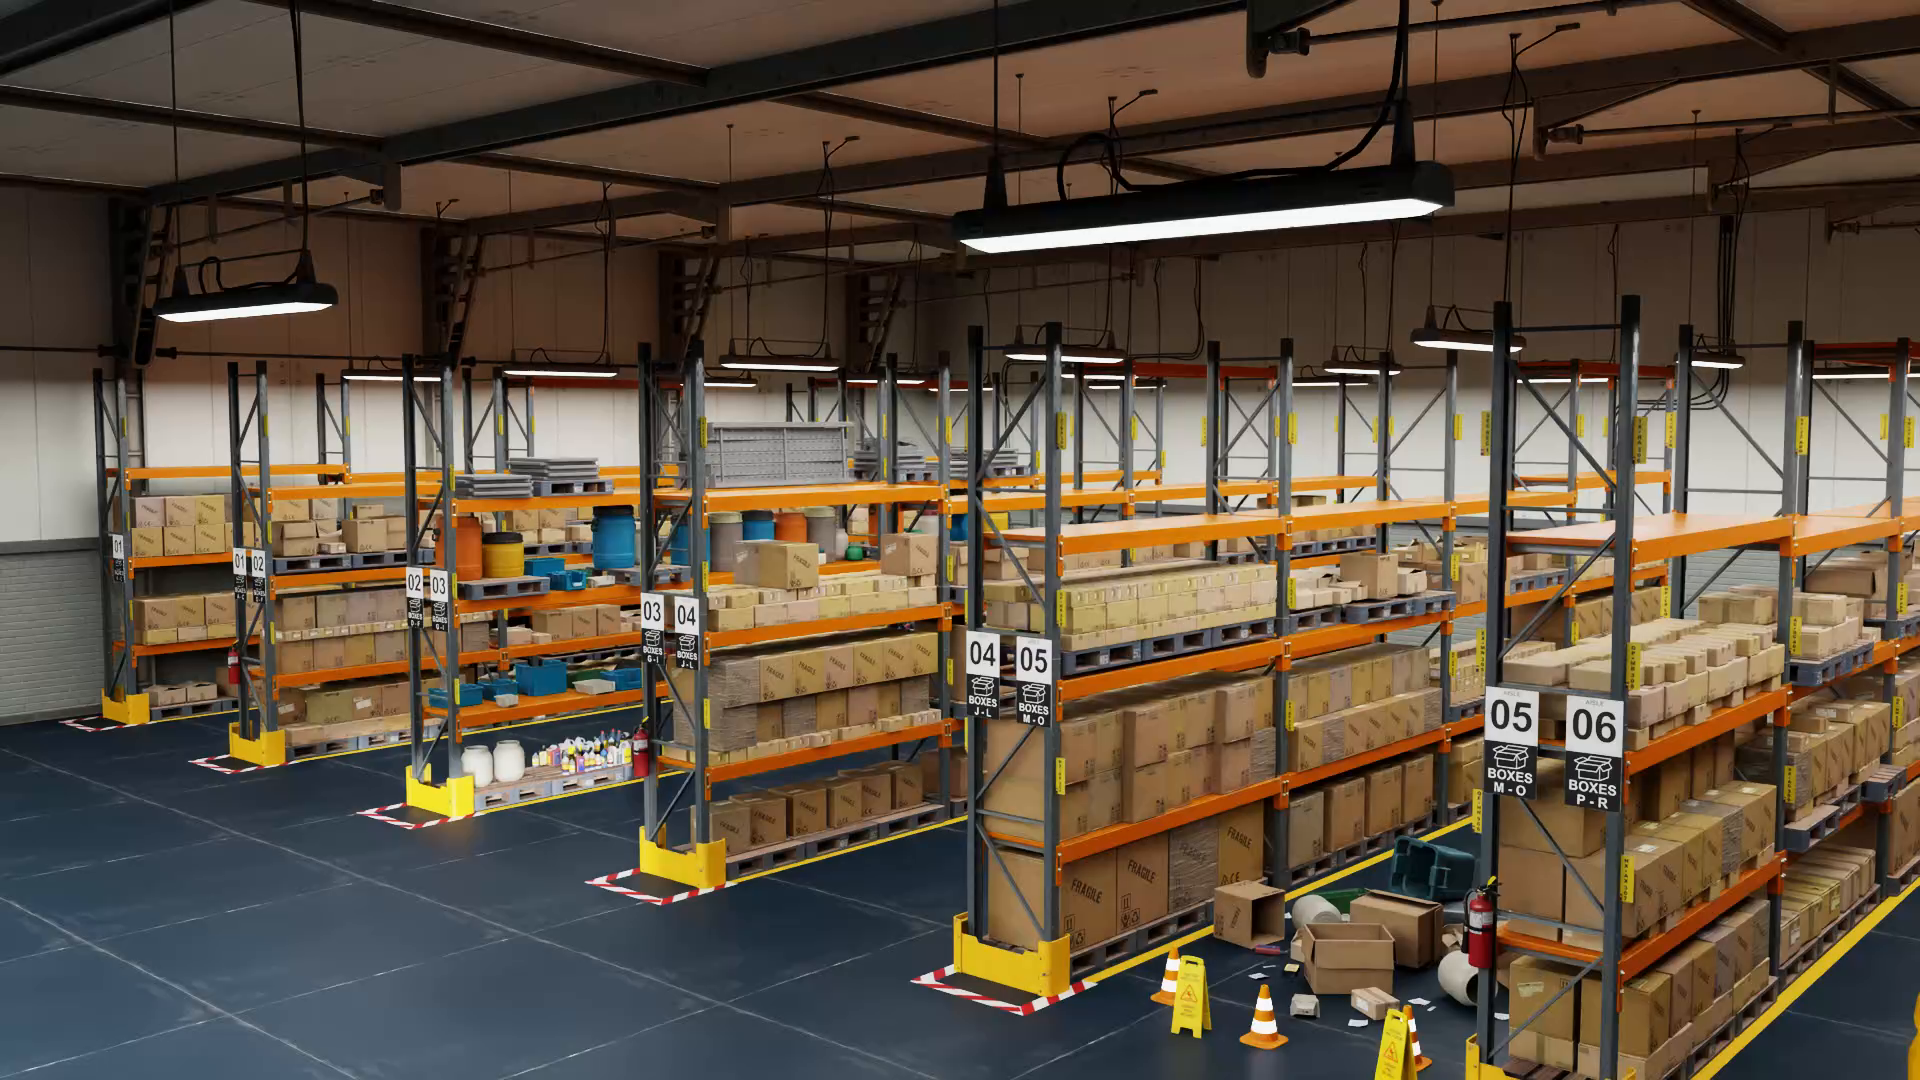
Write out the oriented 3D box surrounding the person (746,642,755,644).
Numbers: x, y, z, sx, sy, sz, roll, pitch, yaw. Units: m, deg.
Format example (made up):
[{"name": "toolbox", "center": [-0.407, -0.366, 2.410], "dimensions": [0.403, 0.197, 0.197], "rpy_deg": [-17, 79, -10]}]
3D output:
[{"name": "person", "center": [-3.568, 1.824, 29.836], "dimensions": [0.643, 1.813, 0.504], "rpy_deg": [-3, 5, -32]}]
